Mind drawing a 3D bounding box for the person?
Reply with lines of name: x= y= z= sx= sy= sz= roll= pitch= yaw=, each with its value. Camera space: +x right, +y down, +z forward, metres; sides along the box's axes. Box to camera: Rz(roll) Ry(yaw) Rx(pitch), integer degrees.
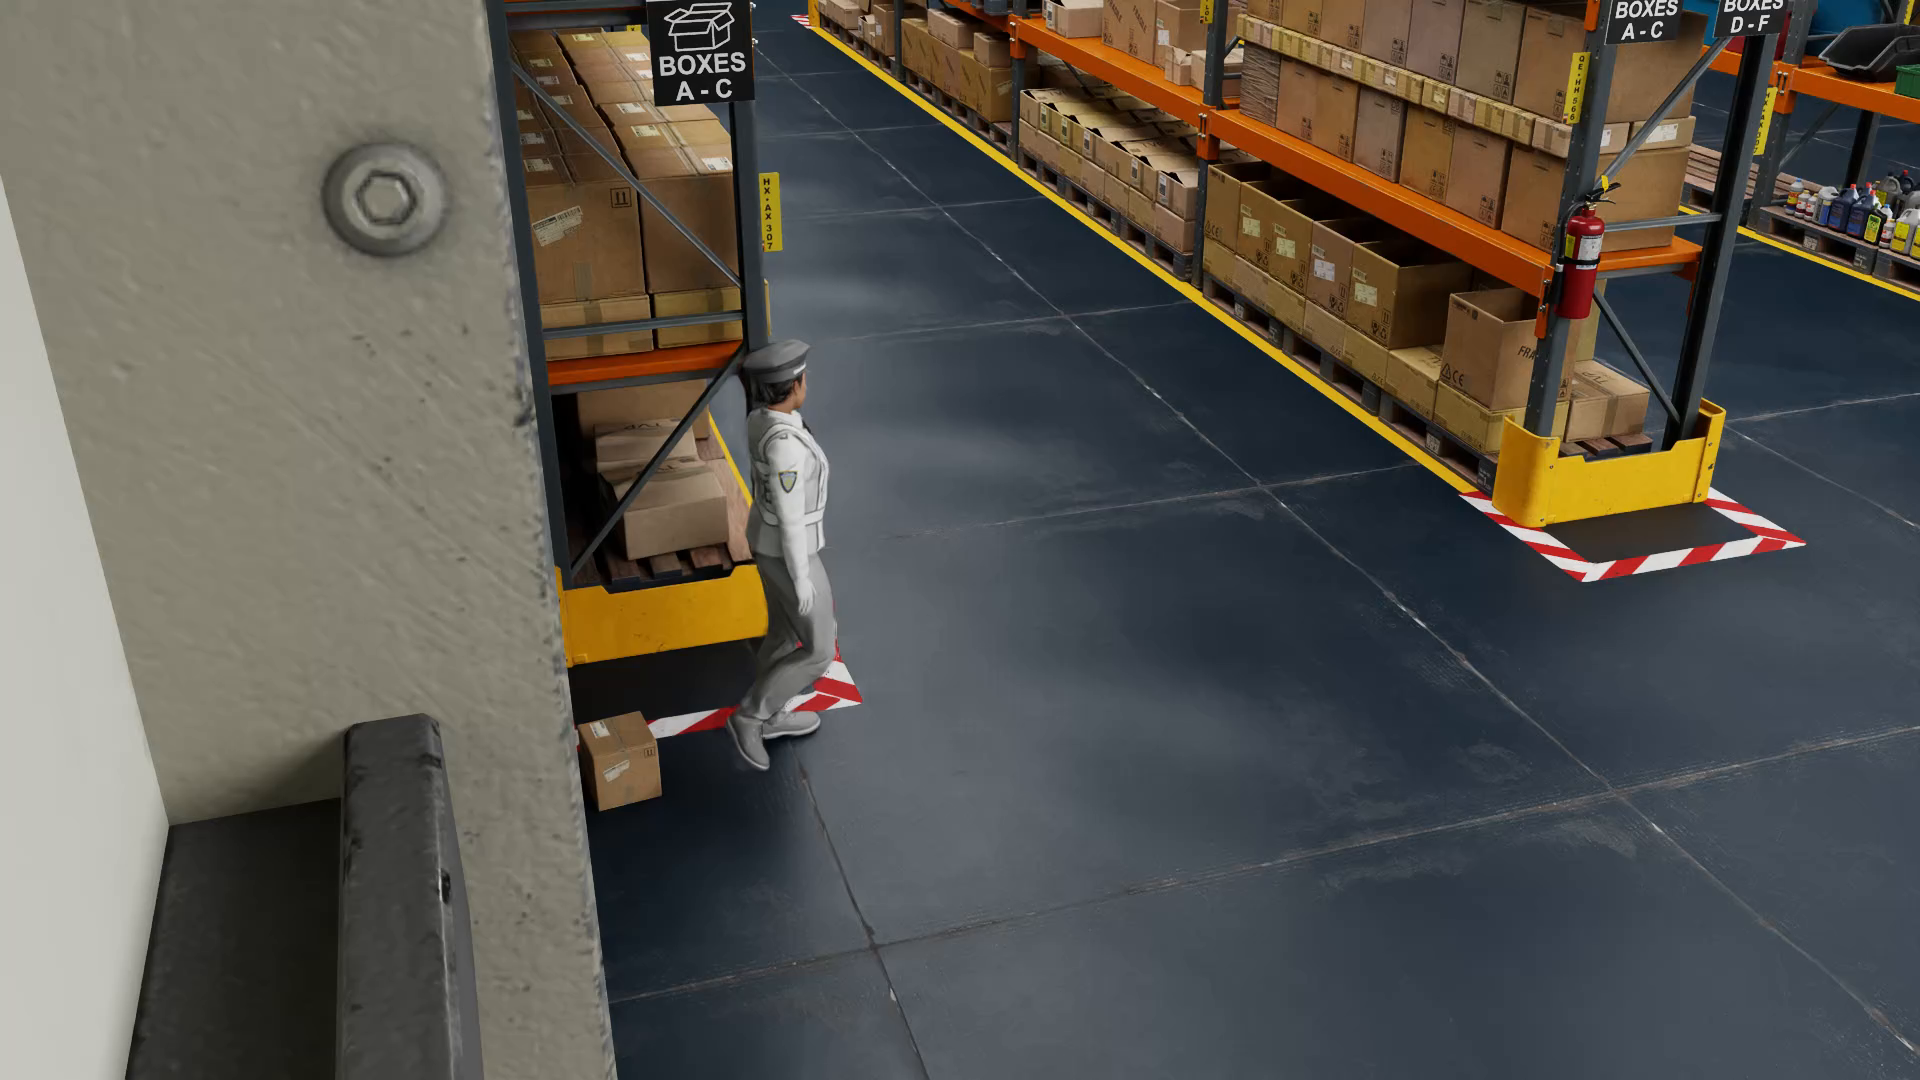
person: x=-0.723 y=0.088 z=6.414 sx=0.488 sy=1.662 sz=0.652 roll=-8 pitch=28 yaw=-15
